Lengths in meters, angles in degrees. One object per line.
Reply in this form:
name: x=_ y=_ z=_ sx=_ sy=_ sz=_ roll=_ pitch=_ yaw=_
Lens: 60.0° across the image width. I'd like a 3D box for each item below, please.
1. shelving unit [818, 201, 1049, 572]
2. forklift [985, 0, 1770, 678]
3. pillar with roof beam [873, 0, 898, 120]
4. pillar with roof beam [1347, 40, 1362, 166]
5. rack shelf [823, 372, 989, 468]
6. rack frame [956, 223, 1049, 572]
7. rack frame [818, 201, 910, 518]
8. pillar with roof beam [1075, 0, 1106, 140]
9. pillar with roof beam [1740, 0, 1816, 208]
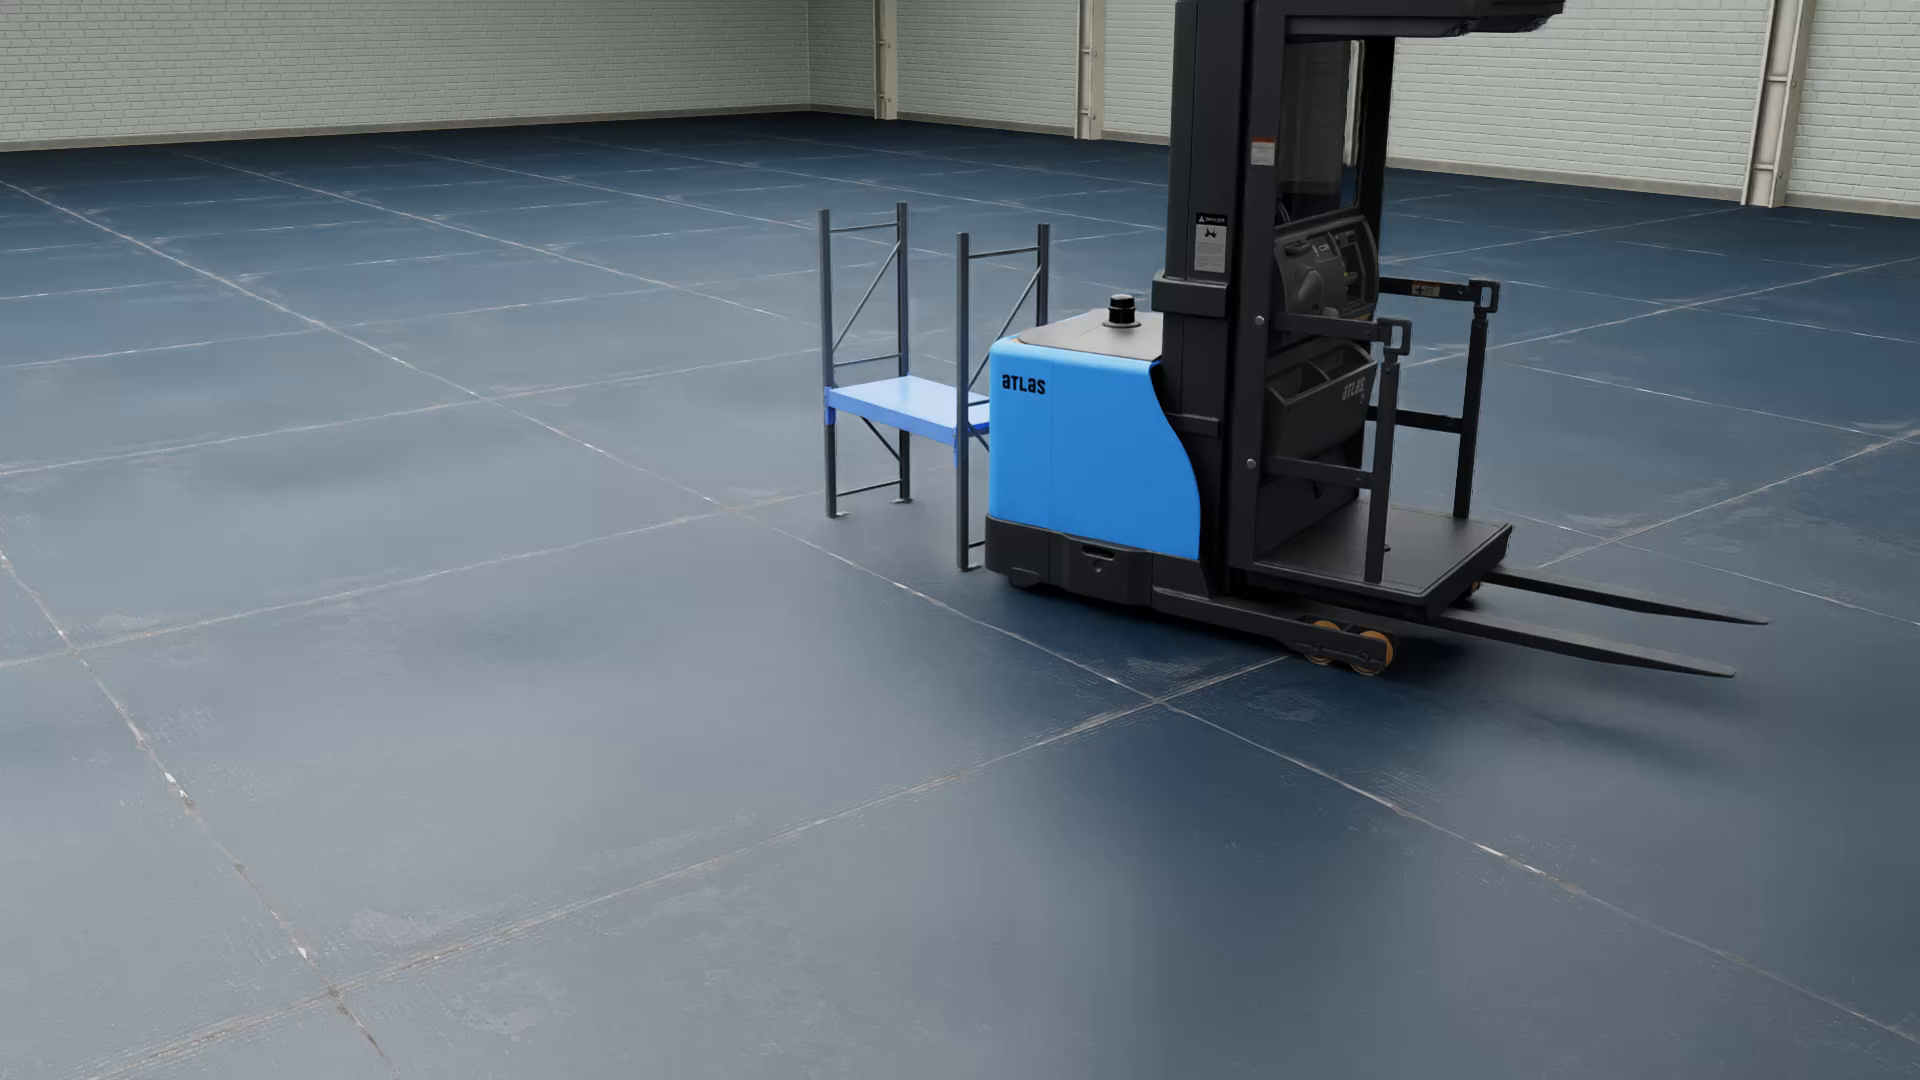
shelving unit: x=-0.135 y=-0.748 z=7.734 sx=0.538 sy=1.500 sz=1.048 roll=-14 pitch=23 yaw=-37
forklift: x=1.611 y=-1.066 z=6.420 sx=3.031 sy=2.935 sz=1.130 roll=12 pitch=22 yaw=33
pillar with roof beam: x=-4.858 y=-11.914 z=29.526 sx=9.100 sy=9.000 sz=0.400 roll=-14 pitch=23 yaw=-36
pillar with roof beam: x=2.592 y=-8.957 z=20.597 sx=9.100 sy=9.000 sz=0.400 roll=-14 pitch=23 yaw=-36
rack shelf: x=-0.135 y=-0.577 z=7.791 sx=0.538 sy=0.185 sz=1.000 roll=-14 pitch=23 yaw=-37
rack frame: x=0.187 y=-0.624 z=7.361 sx=0.500 sy=1.500 sz=0.032 roll=-14 pitch=23 yaw=-37
rack frame: x=-0.457 y=-0.871 z=8.107 sx=0.500 sy=1.500 sz=0.032 roll=-14 pitch=23 yaw=-37
pillar with roof beam: x=-1.133 y=-10.435 z=25.062 sx=9.100 sy=9.000 sz=0.400 roll=-14 pitch=23 yaw=-36
pillar with roof beam: x=6.318 y=-7.478 z=16.132 sx=9.100 sy=9.000 sz=0.400 roll=-14 pitch=23 yaw=-36
